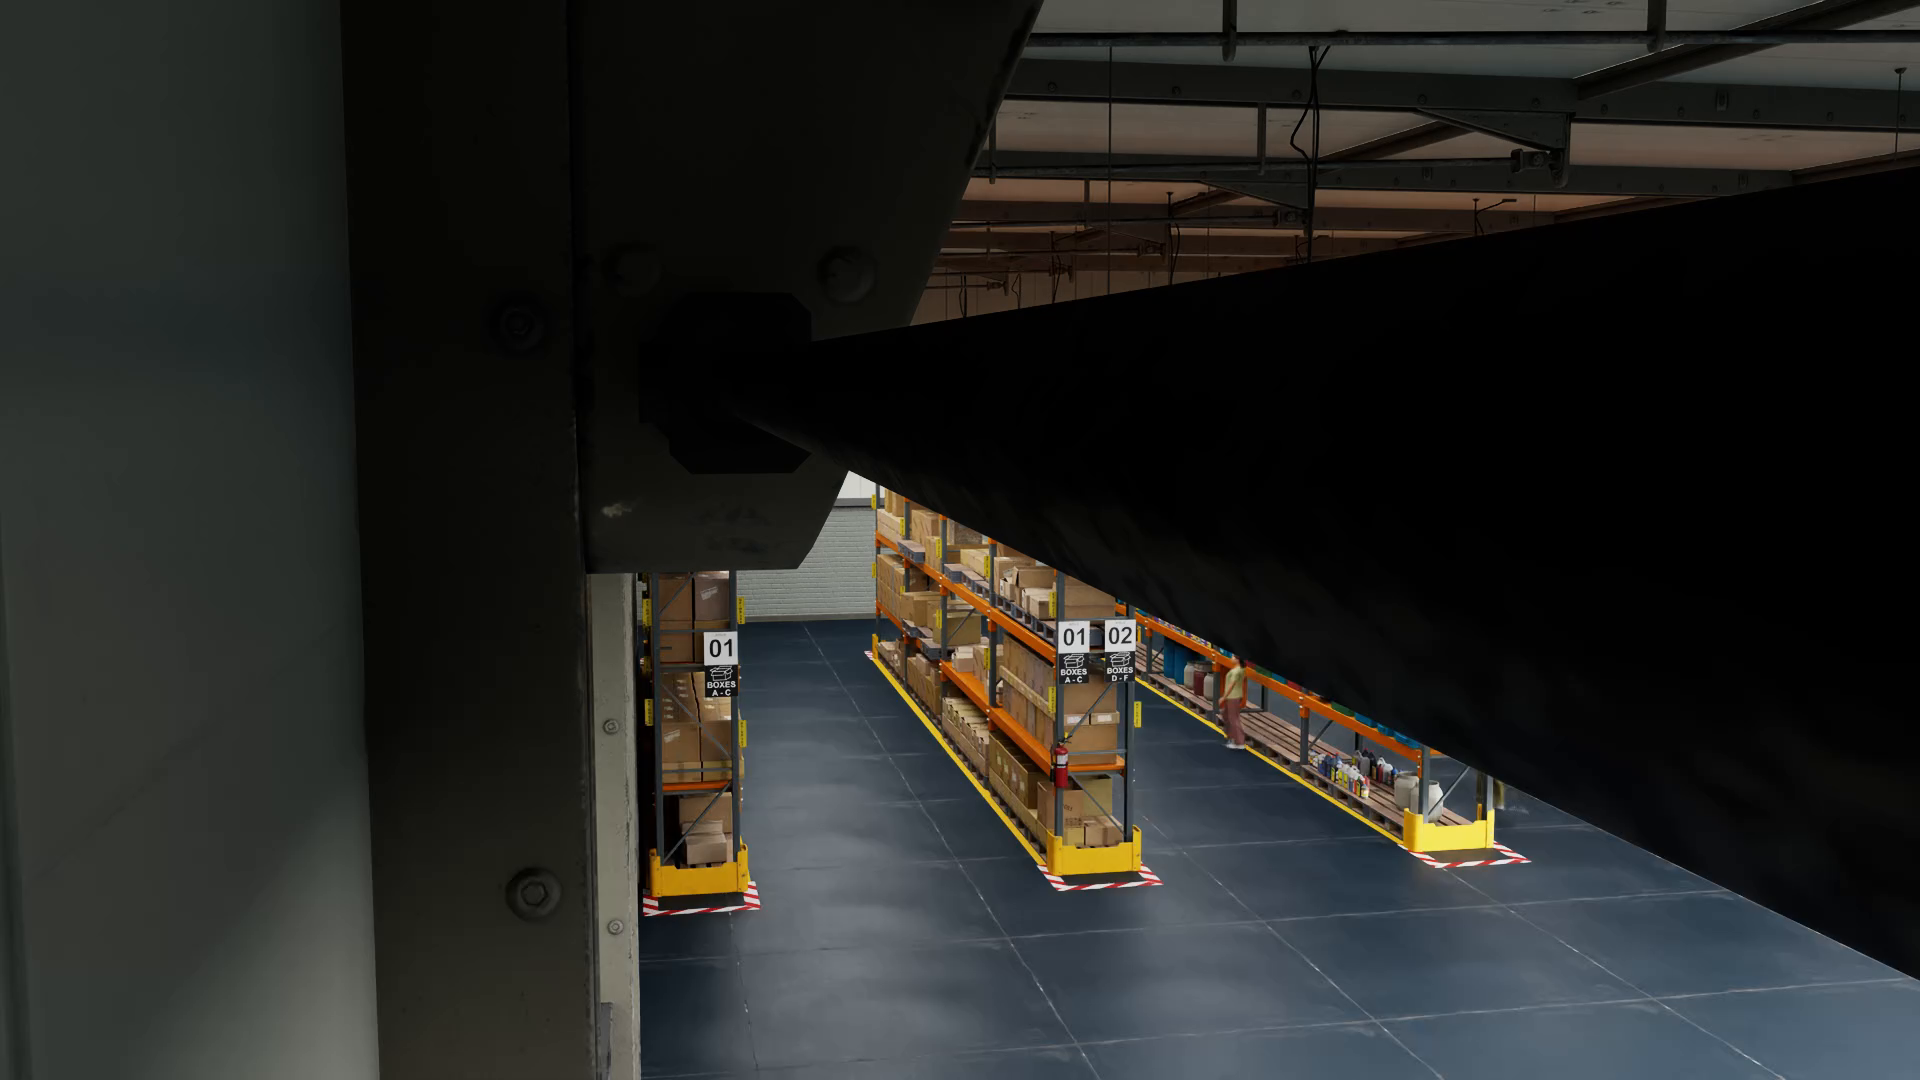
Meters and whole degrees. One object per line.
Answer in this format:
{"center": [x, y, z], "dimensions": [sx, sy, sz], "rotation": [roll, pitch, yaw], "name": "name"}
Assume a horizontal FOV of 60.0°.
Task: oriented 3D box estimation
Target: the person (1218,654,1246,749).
{"center": [4.541, 2.672, 27.699], "dimensions": [0.491, 1.704, 0.470], "rotation": [3, 7, 30], "name": "person"}

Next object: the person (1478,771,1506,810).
{"center": [7.640, 3.011, 23.830], "dimensions": [0.577, 1.778, 0.642], "rotation": [1, 6, 6], "name": "person"}
